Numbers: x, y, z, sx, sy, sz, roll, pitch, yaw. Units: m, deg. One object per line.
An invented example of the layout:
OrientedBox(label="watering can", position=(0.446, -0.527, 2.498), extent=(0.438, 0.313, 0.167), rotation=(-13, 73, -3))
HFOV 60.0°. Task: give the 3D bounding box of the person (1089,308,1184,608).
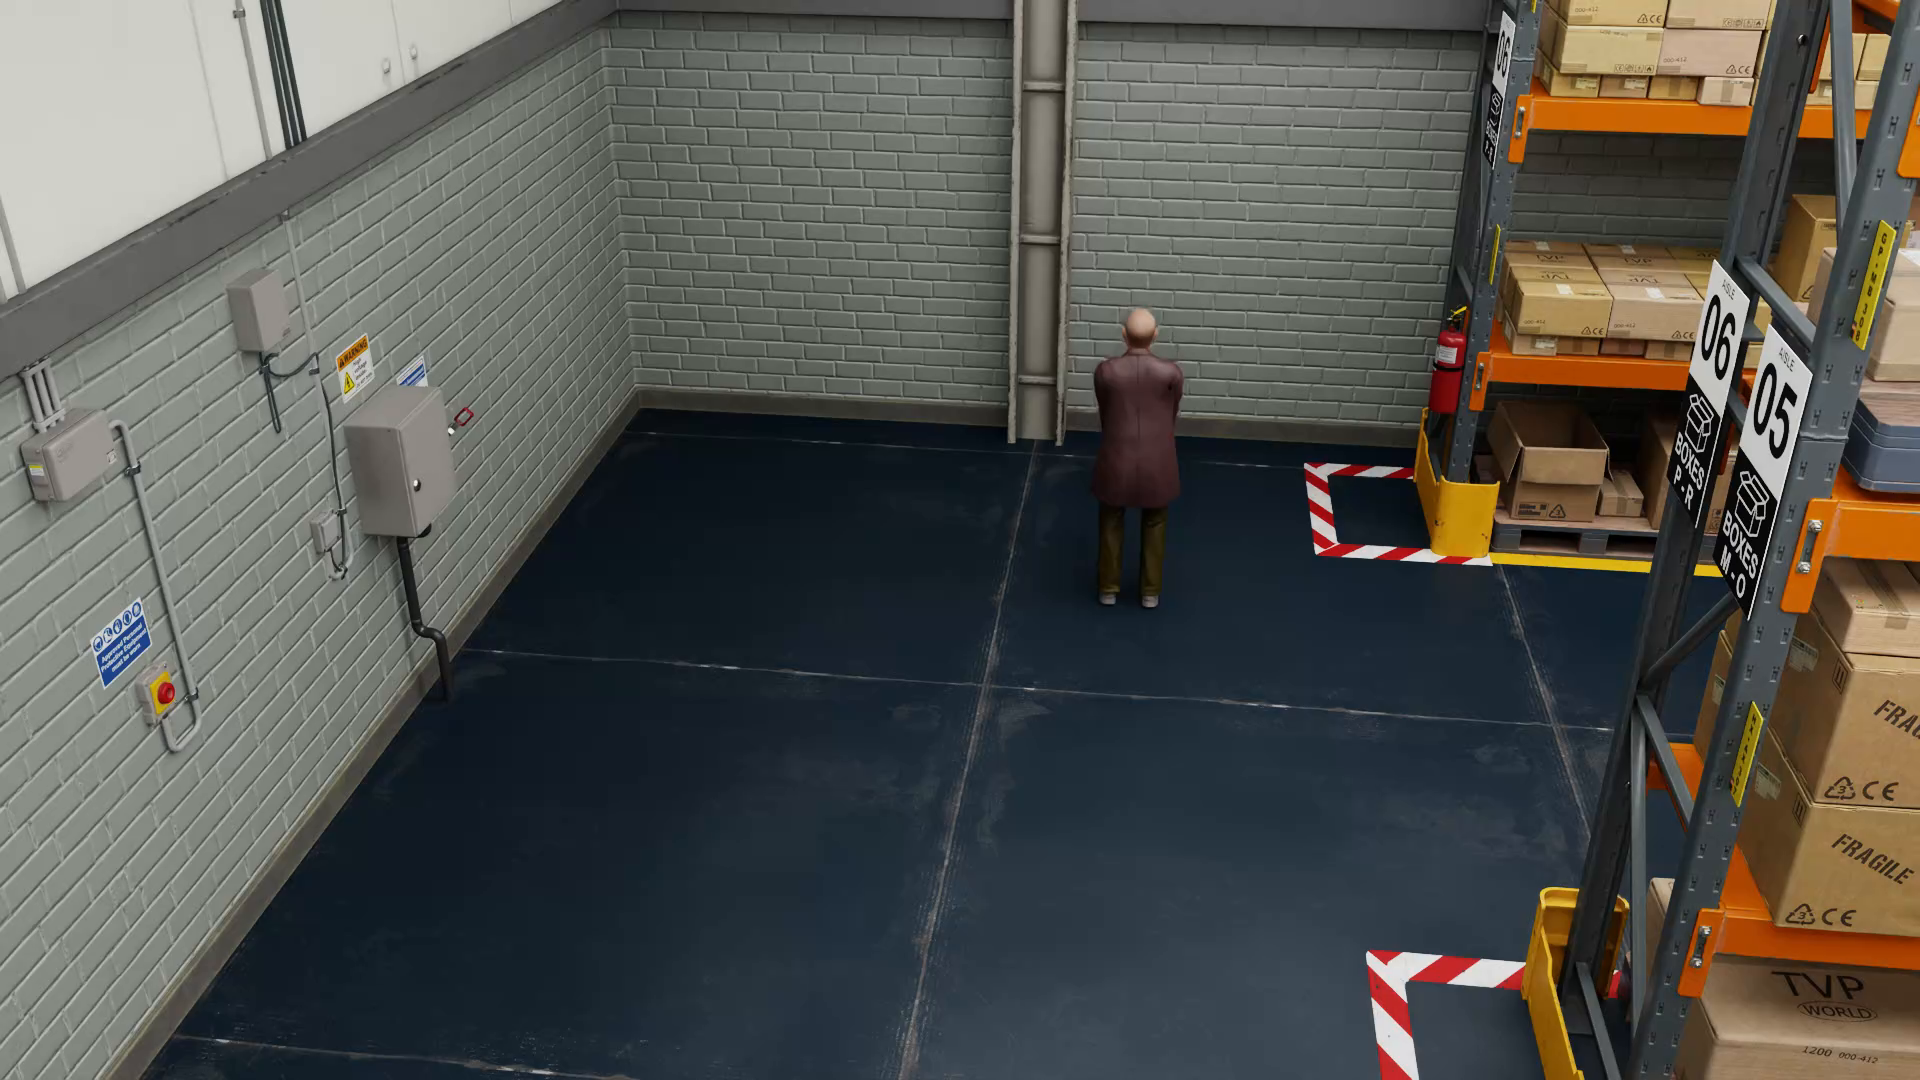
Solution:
OrientedBox(label="person", position=(1.016, -0.499, 9.585), extent=(0.528, 1.776, 0.575), rotation=(3, 28, 5))
